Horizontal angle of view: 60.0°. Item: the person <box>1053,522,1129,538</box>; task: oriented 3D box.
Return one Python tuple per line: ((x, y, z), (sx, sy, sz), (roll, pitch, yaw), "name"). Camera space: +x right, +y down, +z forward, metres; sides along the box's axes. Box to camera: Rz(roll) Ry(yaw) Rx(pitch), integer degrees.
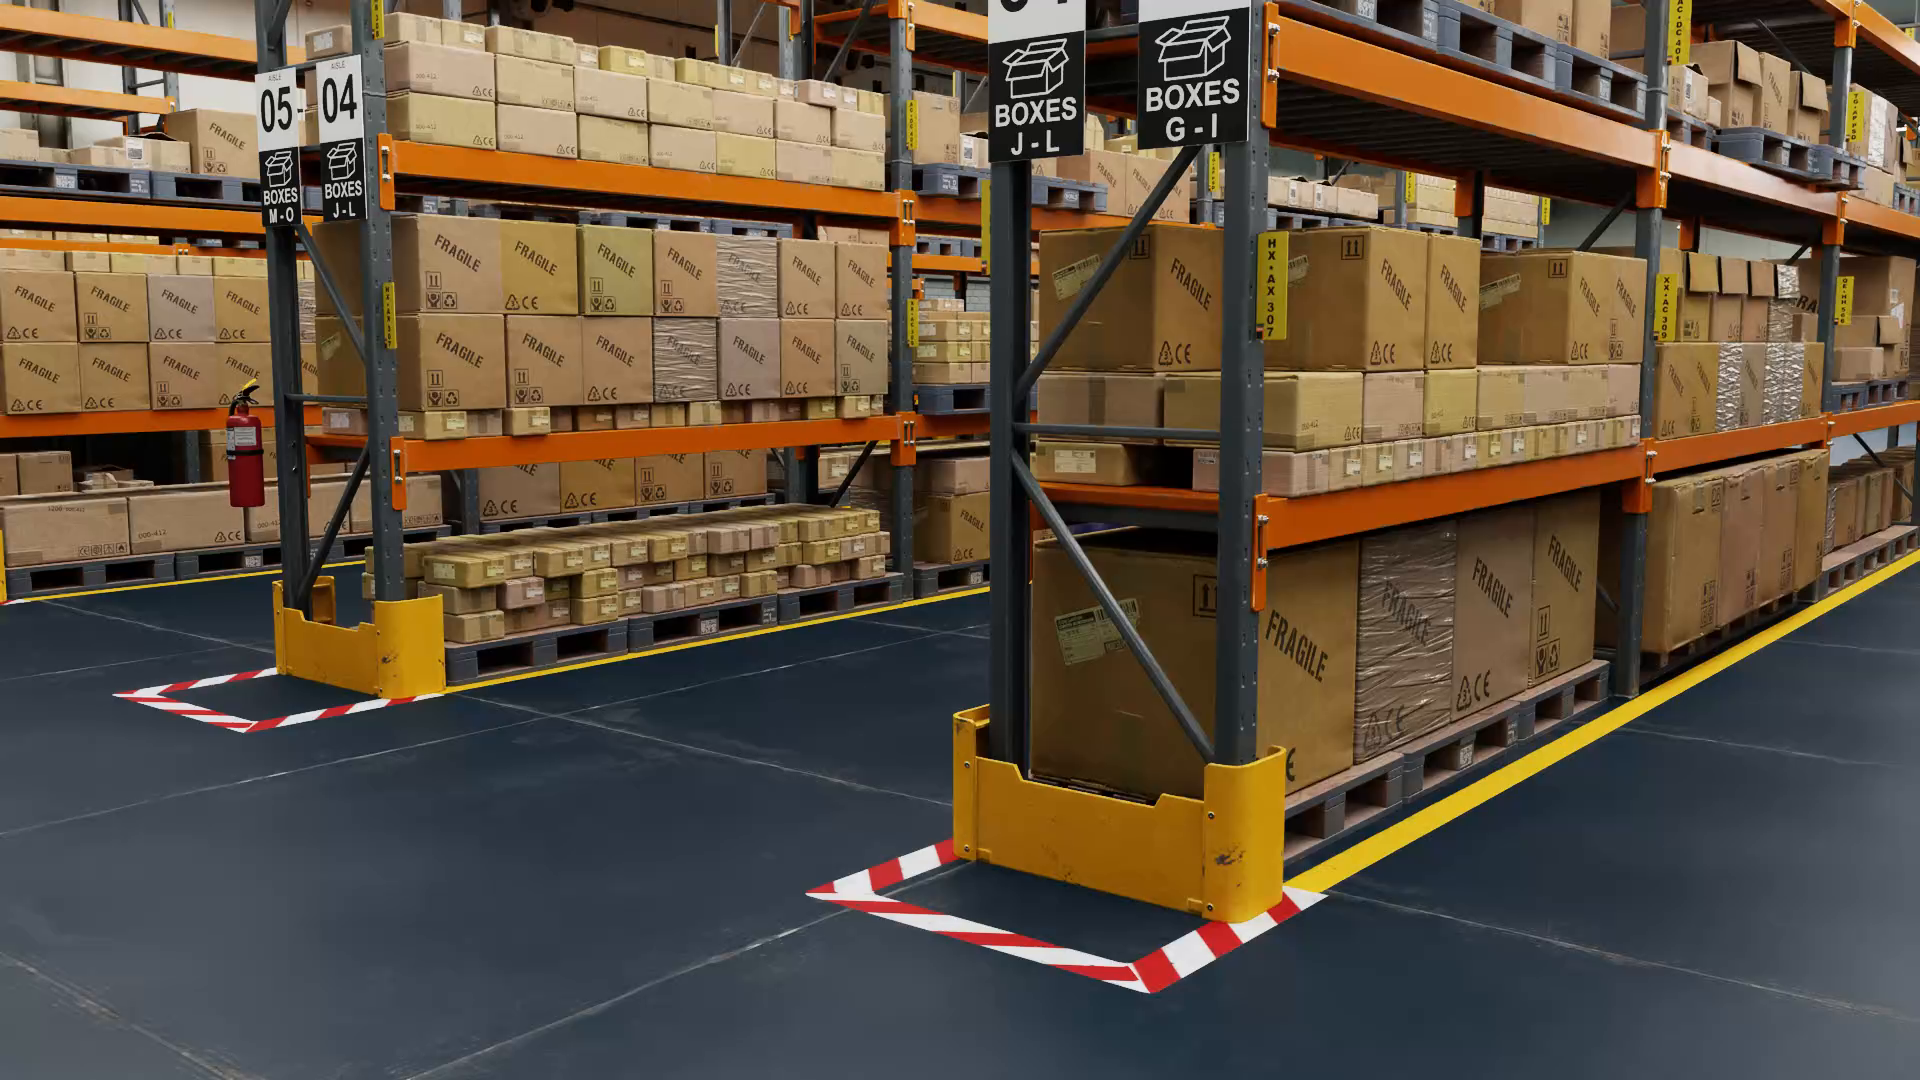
((0.717, -0.044, 8.648), (0.551, 1.650, 0.369), (5, 8, 36), "person")
